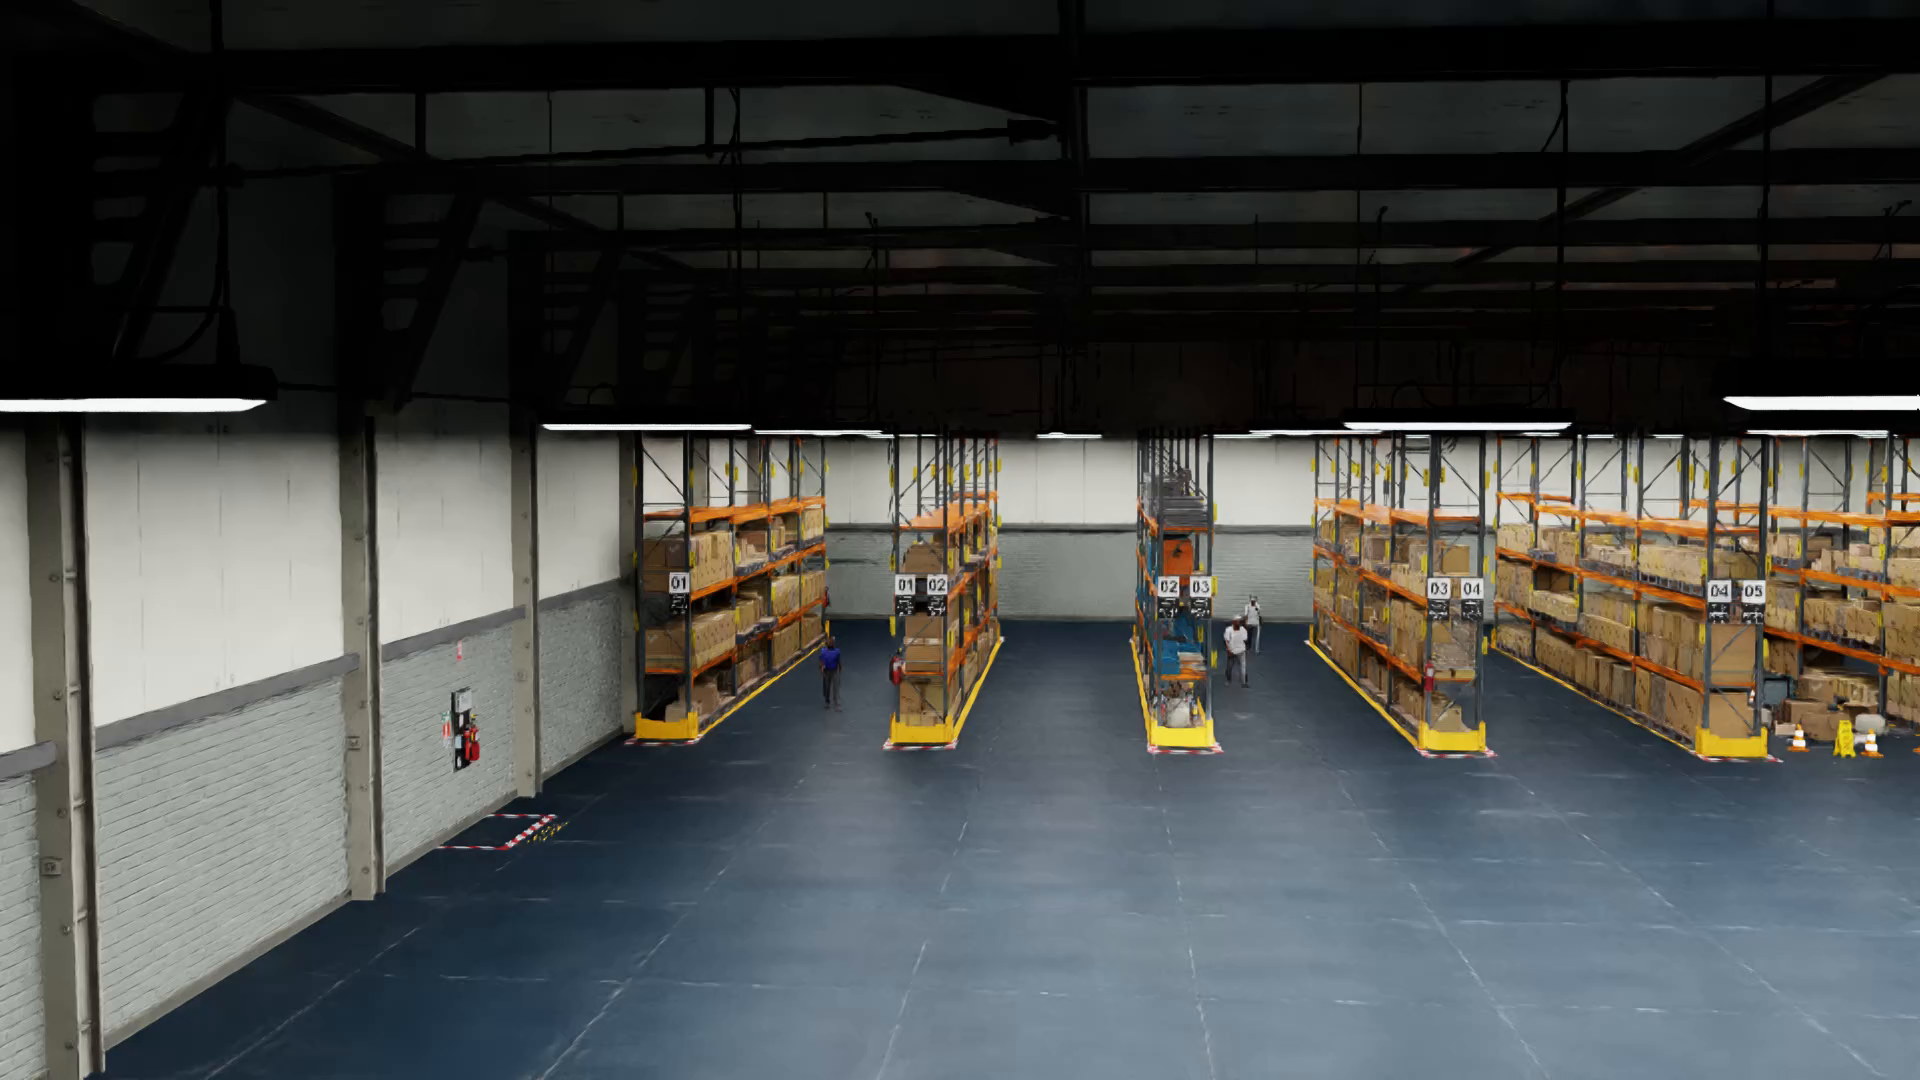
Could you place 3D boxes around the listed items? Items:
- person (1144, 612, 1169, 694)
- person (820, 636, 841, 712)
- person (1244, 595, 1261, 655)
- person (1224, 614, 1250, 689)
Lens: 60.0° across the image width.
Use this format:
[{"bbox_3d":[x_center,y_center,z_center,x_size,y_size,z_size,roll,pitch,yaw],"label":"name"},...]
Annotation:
[{"bbox_3d":[4.279,2.439,36.110,0.582,1.763,0.694,1,4,15],"label":"person"},{"bbox_3d":[-2.734,2.811,35.092,0.443,1.574,0.997,0,3,-4],"label":"person"},{"bbox_3d":[7.823,2.241,44.442,0.456,1.589,1.088,0,3,7],"label":"person"},{"bbox_3d":[6.352,2.558,38.312,0.571,1.708,1.033,0,3,-3],"label":"person"}]
